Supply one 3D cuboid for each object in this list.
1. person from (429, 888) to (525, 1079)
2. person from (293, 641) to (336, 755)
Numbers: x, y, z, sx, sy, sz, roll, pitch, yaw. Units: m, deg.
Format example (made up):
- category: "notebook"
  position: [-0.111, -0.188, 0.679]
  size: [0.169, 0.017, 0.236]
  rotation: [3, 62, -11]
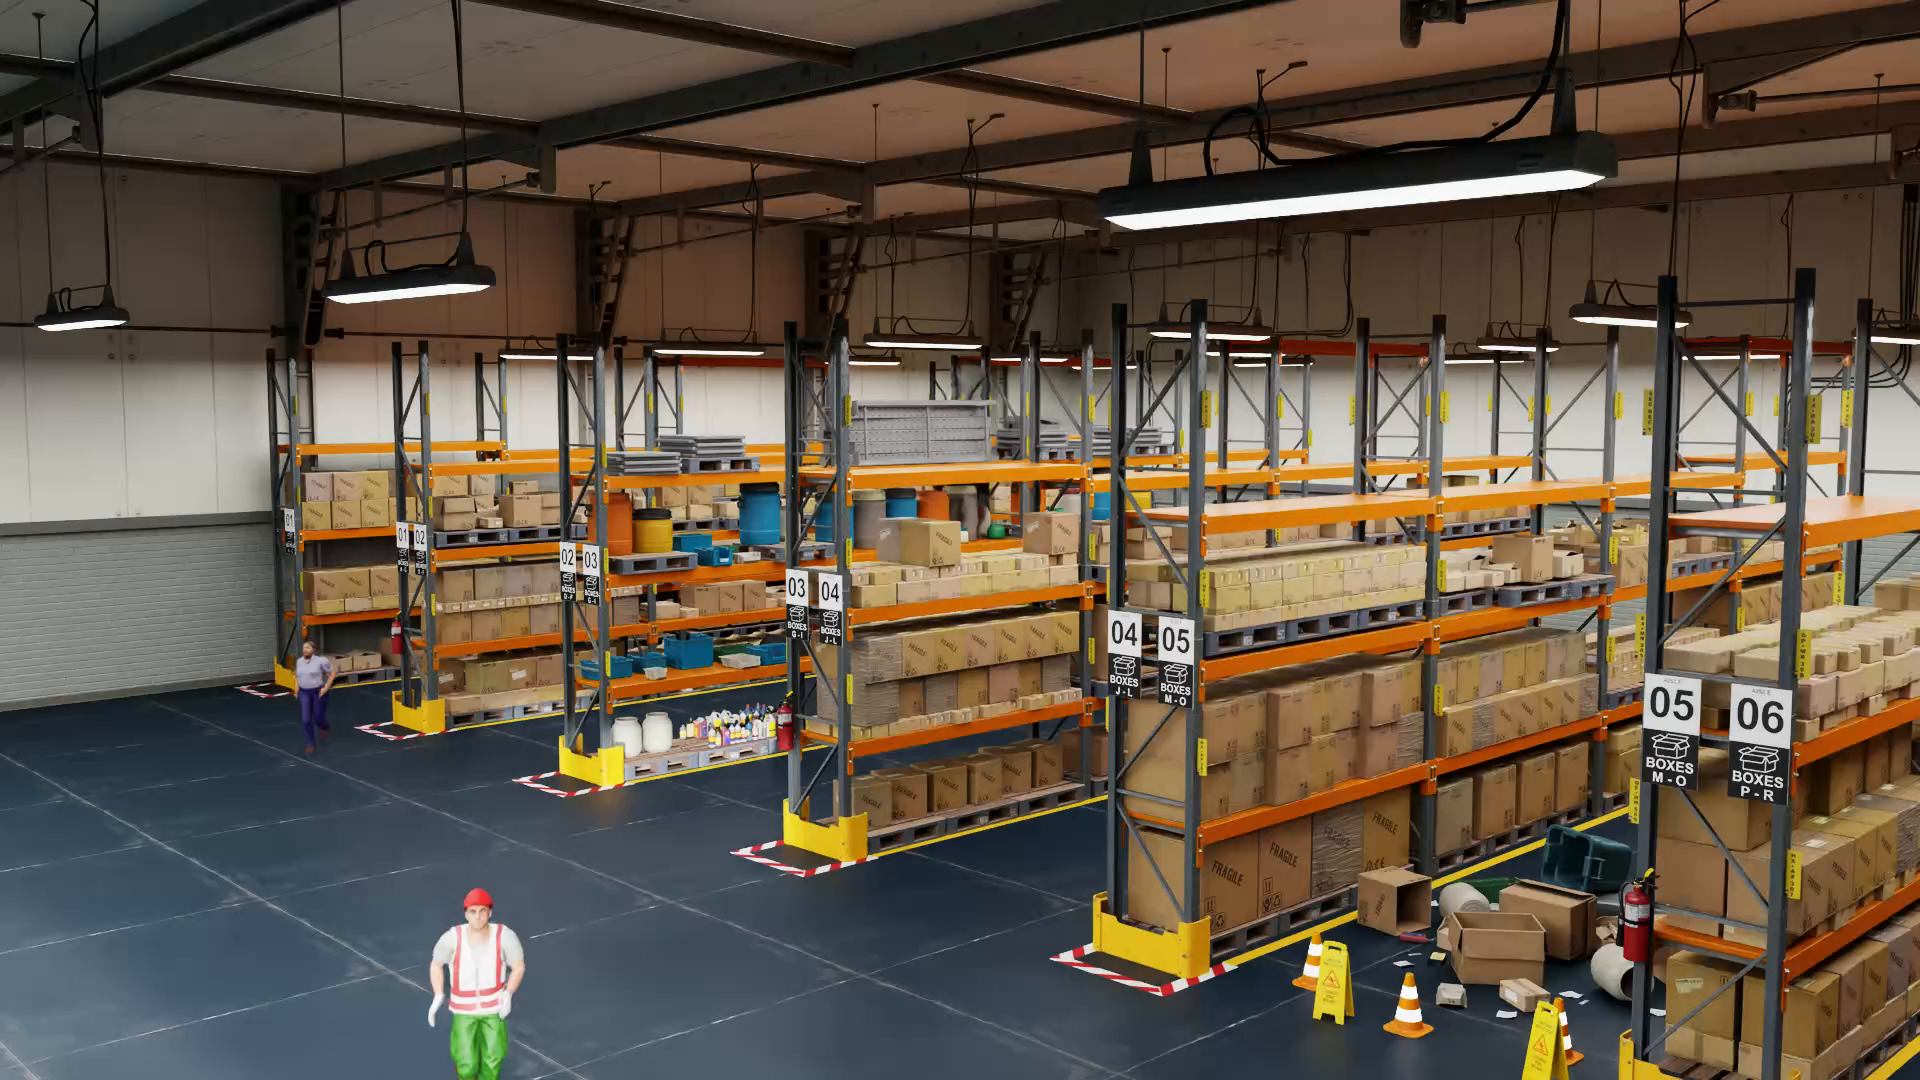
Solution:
- category: "person"
  position: [-3.388, 3.295, 11.682]
  size: [0.659, 1.733, 0.634]
  rotation: [-1, 5, -16]
- category: "person"
  position: [-9.405, 2.271, 24.273]
  size: [0.613, 1.647, 0.671]
  rotation: [0, 5, -2]
